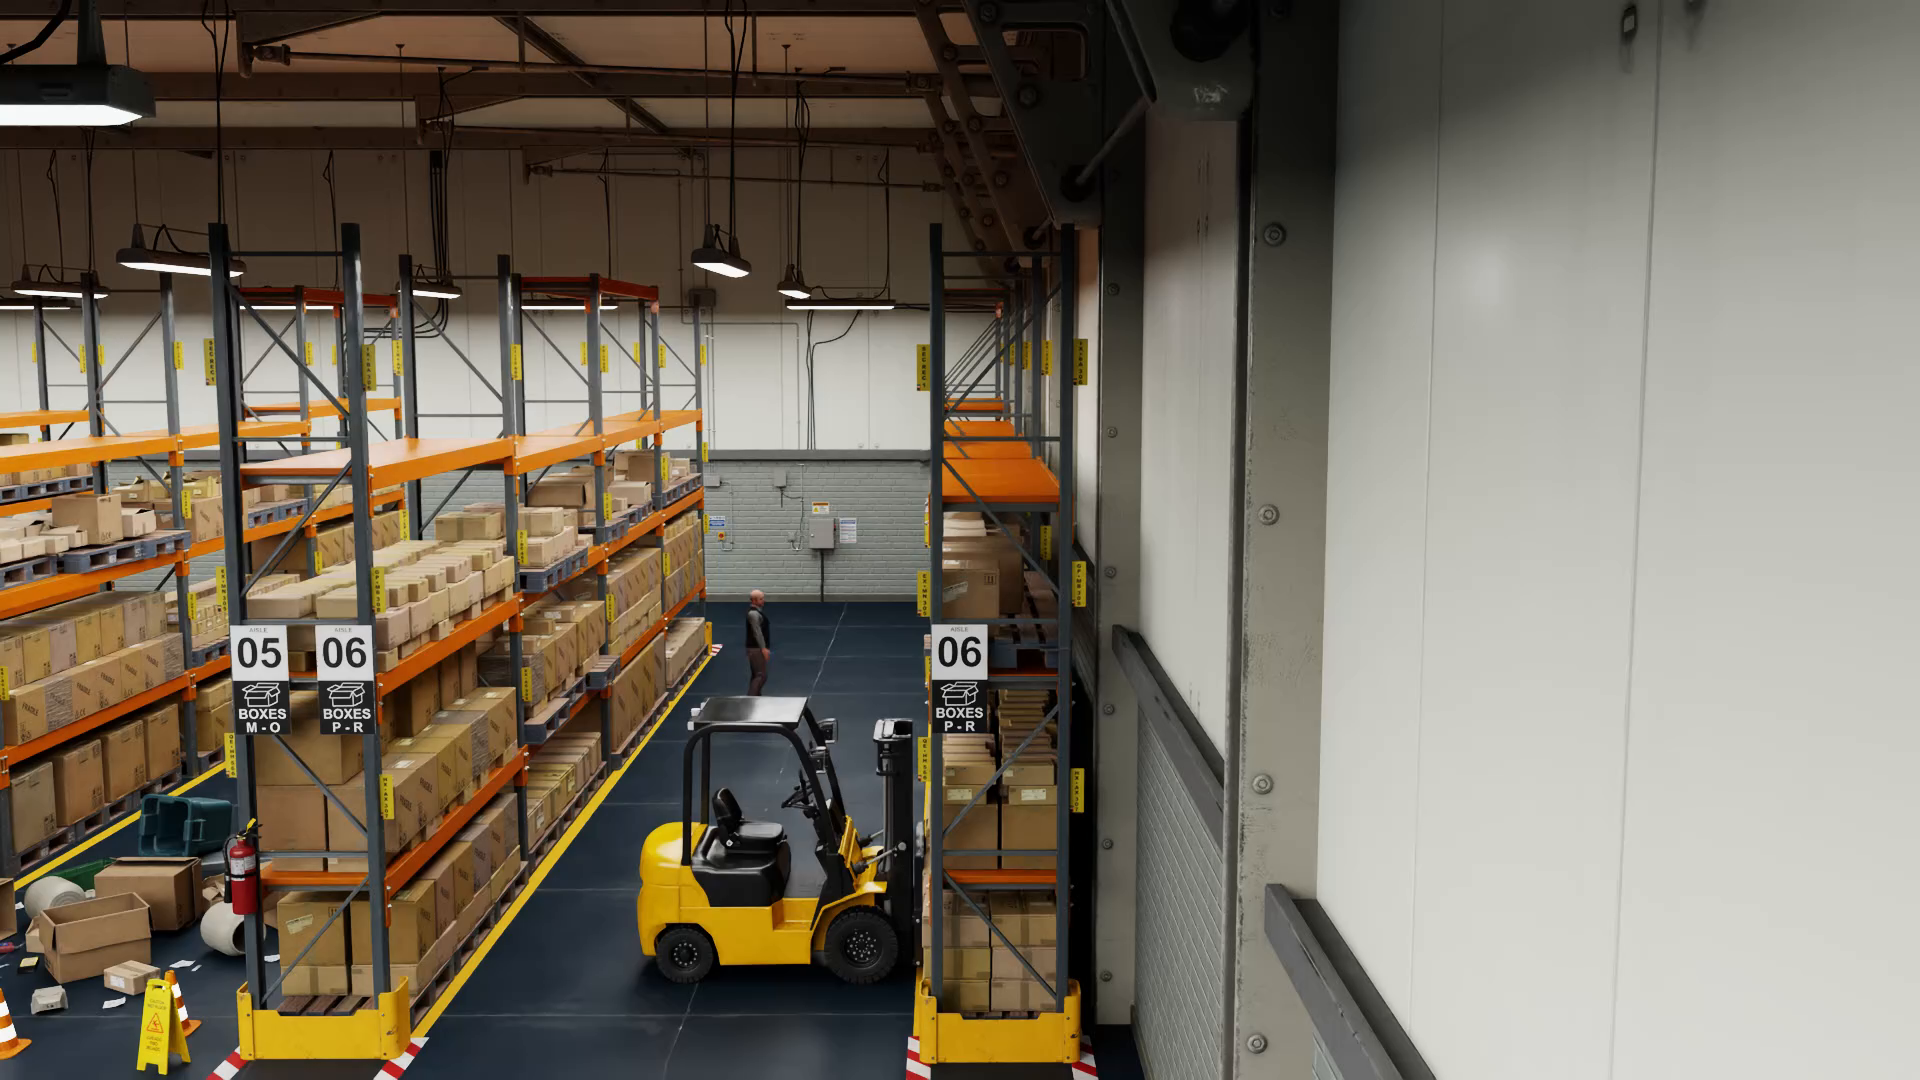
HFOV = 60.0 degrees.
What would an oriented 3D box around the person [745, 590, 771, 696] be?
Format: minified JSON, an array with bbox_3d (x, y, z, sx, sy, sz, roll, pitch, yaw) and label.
[{"bbox_3d":[-2.869,1.562,23.505,0.405,1.734,0.553,-1,7,-9],"label":"person"}]
